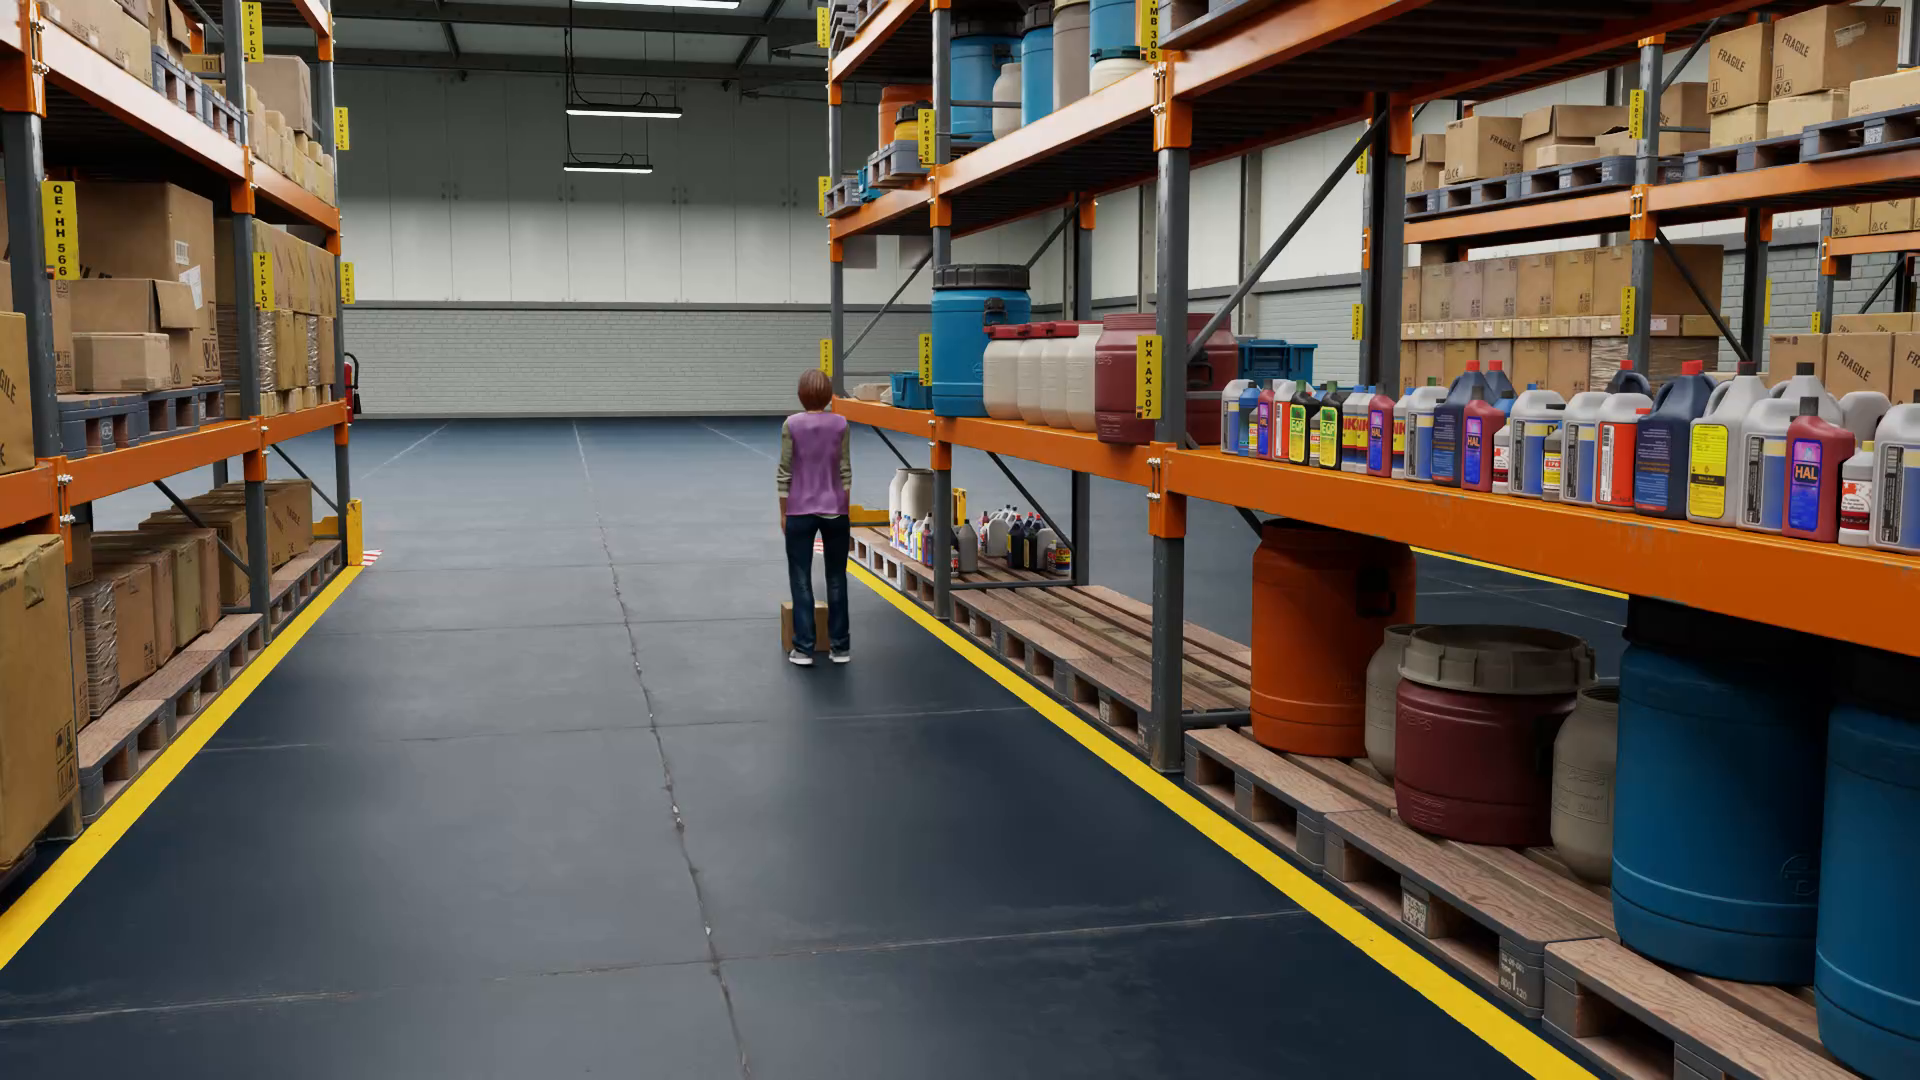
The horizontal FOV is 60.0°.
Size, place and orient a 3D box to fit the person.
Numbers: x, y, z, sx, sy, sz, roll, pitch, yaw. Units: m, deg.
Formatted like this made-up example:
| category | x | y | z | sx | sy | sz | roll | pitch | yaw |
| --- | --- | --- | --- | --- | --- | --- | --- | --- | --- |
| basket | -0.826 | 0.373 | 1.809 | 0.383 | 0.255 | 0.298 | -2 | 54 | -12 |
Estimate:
| category | x | y | z | sx | sy | sz | roll | pitch | yaw |
| --- | --- | --- | --- | --- | --- | --- | --- | --- | --- |
| person | -0.786 | -0.120 | 8.985 | 0.407 | 1.593 | 0.304 | -1 | 6 | -12 |
